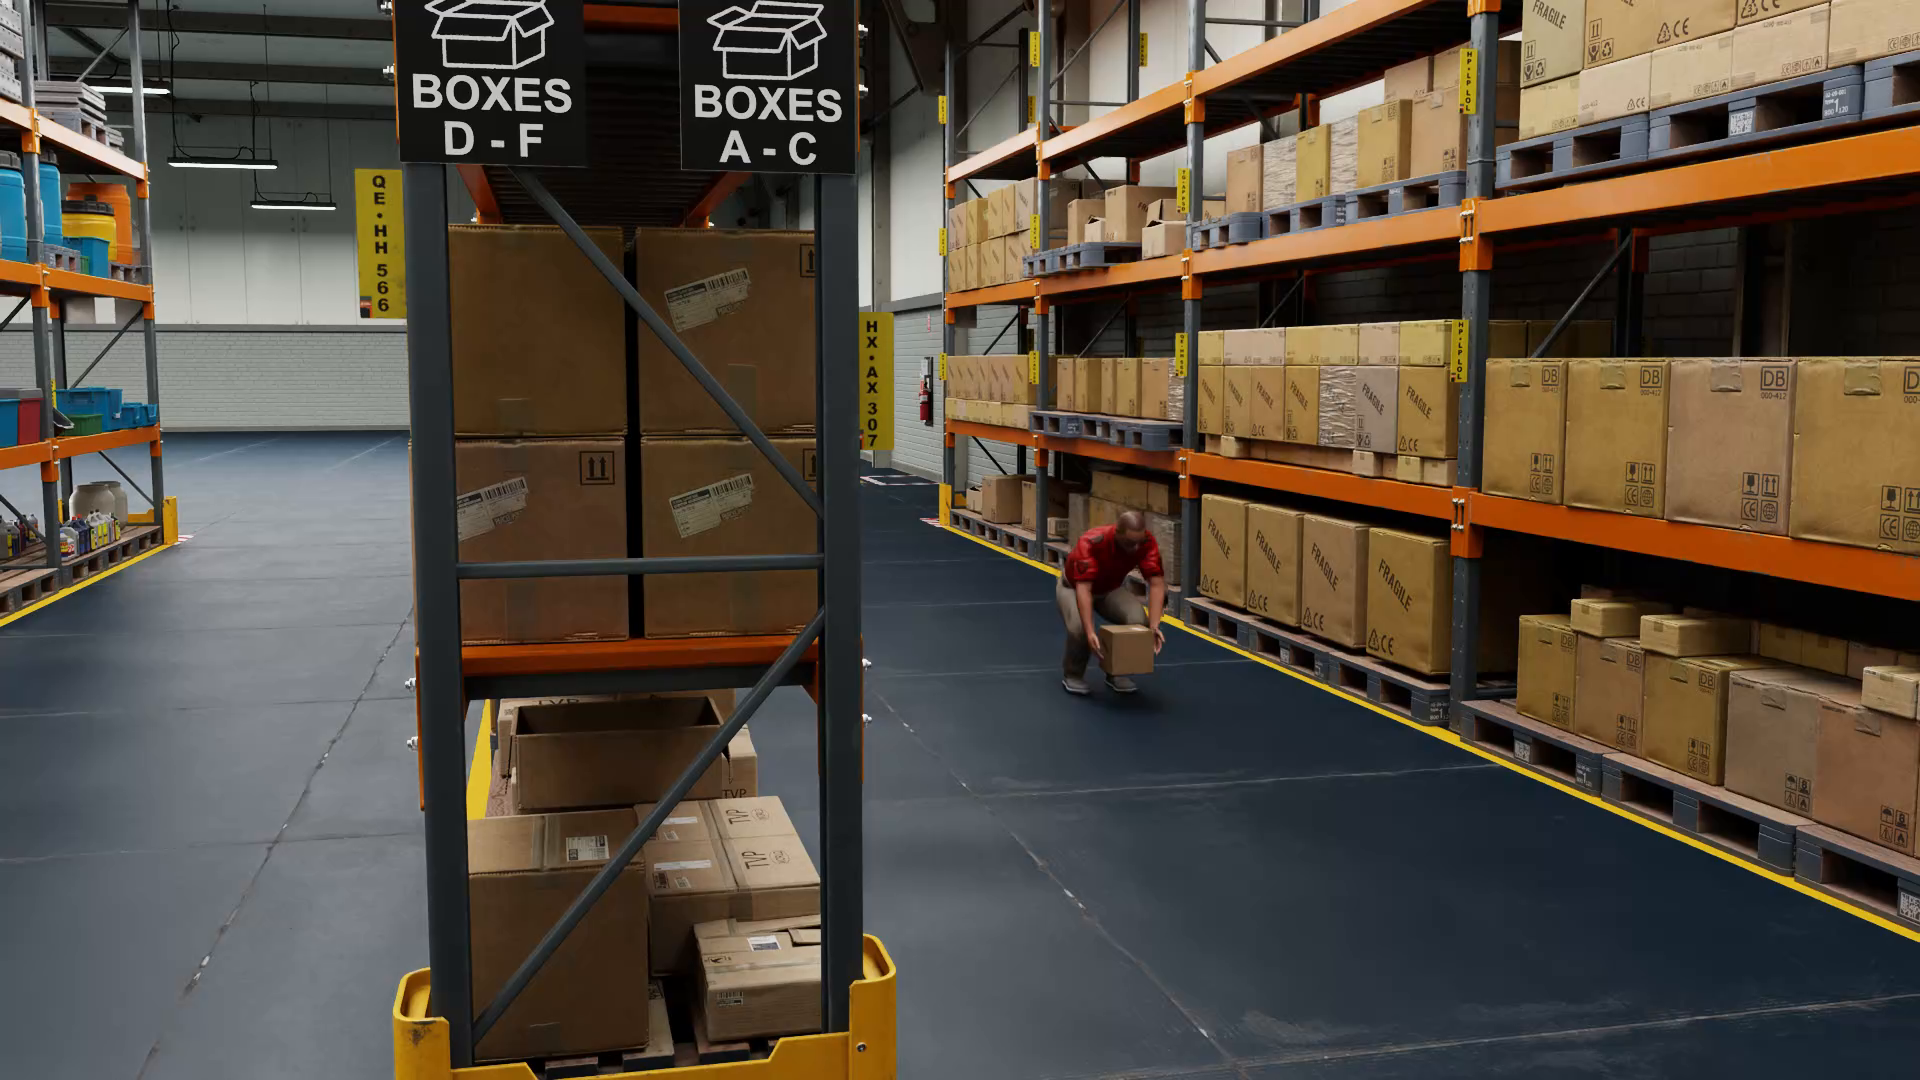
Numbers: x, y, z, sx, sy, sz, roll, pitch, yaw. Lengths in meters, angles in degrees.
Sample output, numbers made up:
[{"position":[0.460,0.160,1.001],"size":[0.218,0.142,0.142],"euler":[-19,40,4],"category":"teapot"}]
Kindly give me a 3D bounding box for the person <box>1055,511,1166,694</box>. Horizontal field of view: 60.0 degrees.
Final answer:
[{"position":[0.898,0.359,9.999],"size":[0.576,1.130,0.820],"euler":[-1,6,-14],"category":"person"}]
